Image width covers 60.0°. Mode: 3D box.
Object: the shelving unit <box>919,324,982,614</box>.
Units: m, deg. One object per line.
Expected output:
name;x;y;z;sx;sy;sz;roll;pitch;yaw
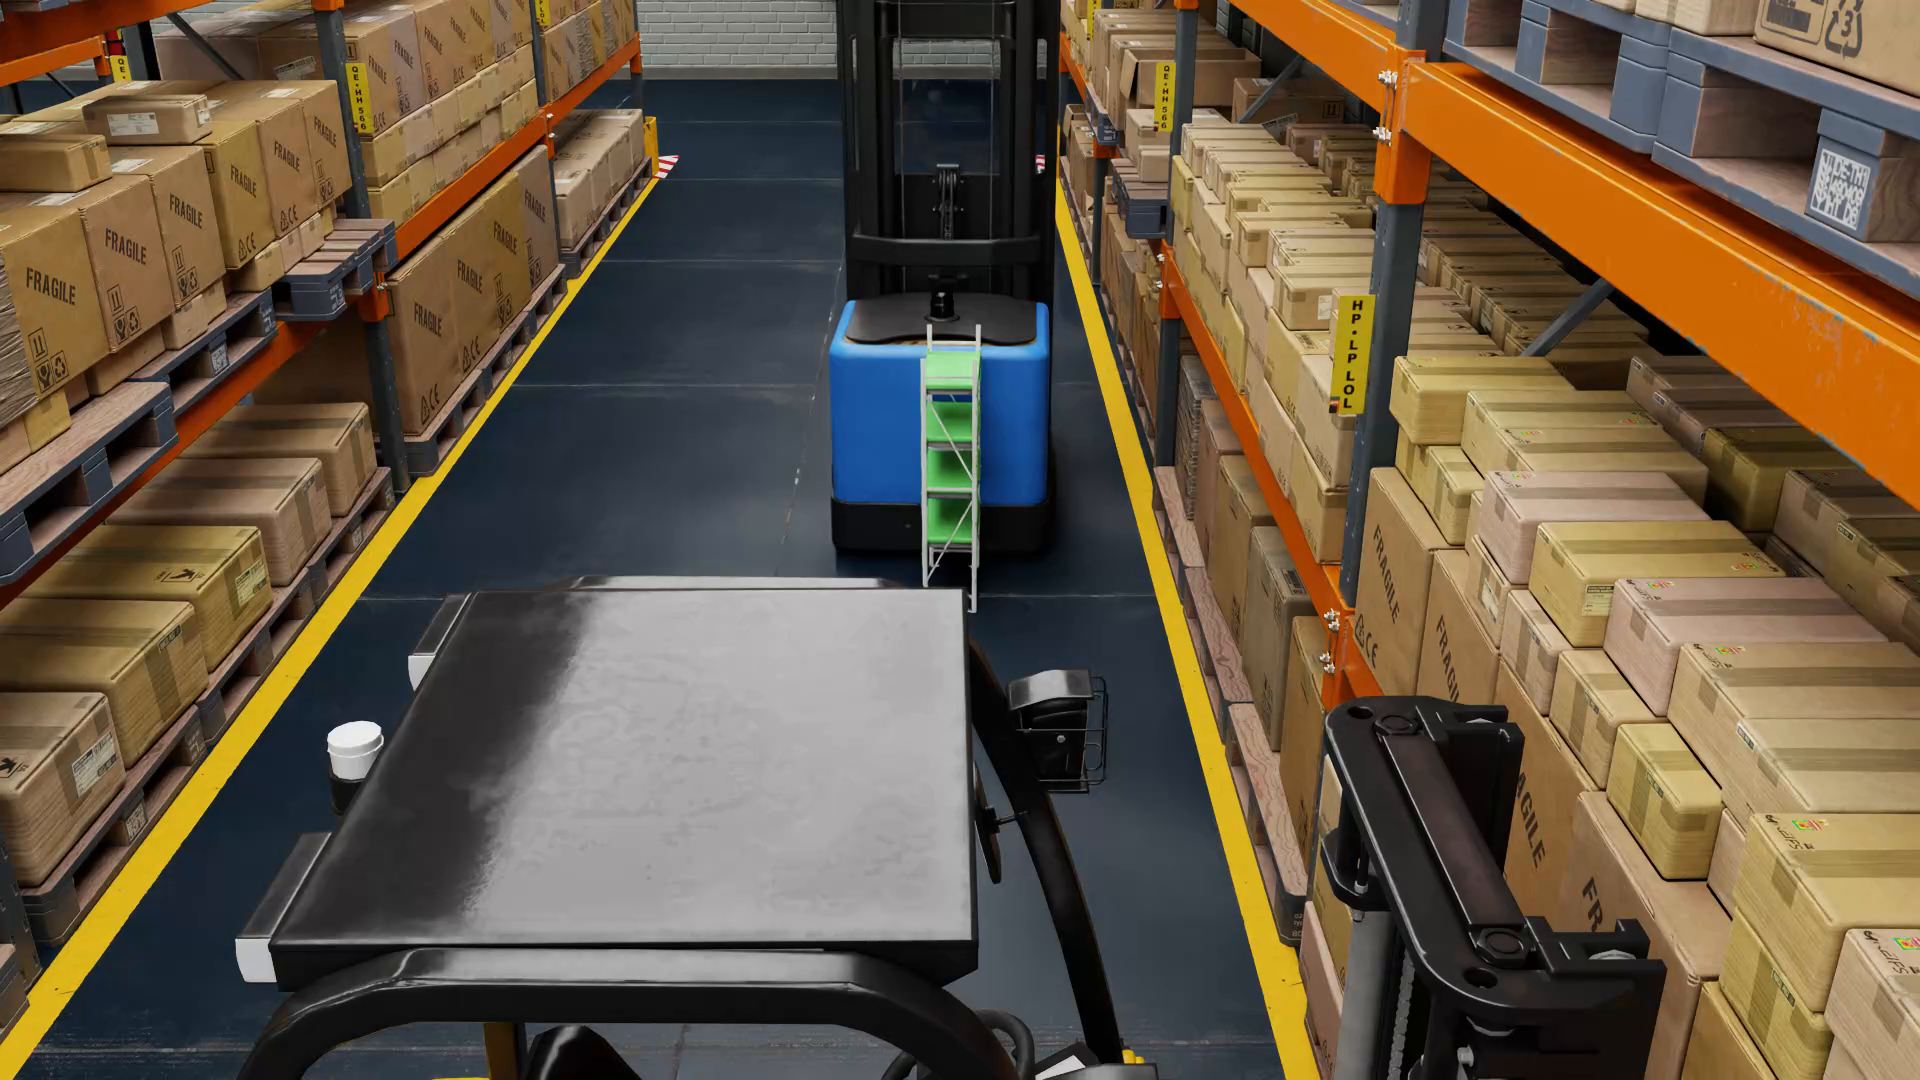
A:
shelving unit;-0.037;-0.319;7.500;0.258;1.200;0.503;1;24;2

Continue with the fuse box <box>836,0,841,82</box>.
fuse box;-1.500;-6.608;20.784;0.539;1.711;0.414;0;24;-1

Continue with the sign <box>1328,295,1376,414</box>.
sign;1.034;-0.486;4.377;0.100;0.325;0.005;0;24;-1

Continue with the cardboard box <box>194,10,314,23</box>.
cardboard box;-3.711;-2.550;8.914;0.500;0.500;0.500;0;24;0

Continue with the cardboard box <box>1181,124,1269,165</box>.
cardboard box;1.242;-1.858;7.810;0.380;0.149;0.250;0;24;1

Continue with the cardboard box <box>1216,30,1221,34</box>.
cardboard box;1.742;-3.777;12.782;0.500;0.250;0.500;0;24;-1

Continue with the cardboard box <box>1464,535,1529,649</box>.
cardboard box;1.281;0.106;3.467;0.380;0.149;0.250;0;24;1

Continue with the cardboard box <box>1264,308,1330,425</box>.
cardboard box;1.303;-0.574;5.454;0.500;0.250;0.500;-1;24;-2

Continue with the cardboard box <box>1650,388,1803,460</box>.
cardboard box;1.844;-0.244;3.881;0.380;0.149;0.250;-1;24;-2

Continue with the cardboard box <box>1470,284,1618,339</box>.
cardboard box;1.835;-0.702;5.254;0.380;0.149;0.250;0;24;-1

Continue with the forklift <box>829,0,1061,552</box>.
forklift;-0.041;-1.842;8.767;1.130;2.935;3.031;1;24;2

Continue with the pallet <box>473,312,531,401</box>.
pallet;-3.374;-1.182;10.607;1.003;0.211;1.213;0;24;-1

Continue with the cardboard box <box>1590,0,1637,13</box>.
cardboard box;1.286;-0.988;2.828;0.380;0.149;0.250;0;24;1

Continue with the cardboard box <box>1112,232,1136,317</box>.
cardboard box;1.286;-1.725;10.948;0.500;0.500;0.500;-1;24;-2

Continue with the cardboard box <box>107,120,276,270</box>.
cardboard box;-3.124;-1.391;6.694;0.500;0.500;0.500;-2;24;-4

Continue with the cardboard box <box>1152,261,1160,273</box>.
cardboard box;1.324;-1.530;9.730;0.380;0.149;0.250;0;24;1

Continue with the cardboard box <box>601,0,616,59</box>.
cardboard box;-3.242;-4.352;14.110;0.500;0.500;0.500;0;24;1

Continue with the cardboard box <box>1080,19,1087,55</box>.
cardboard box;1.227;-3.986;13.244;0.500;0.250;0.500;0;24;-1

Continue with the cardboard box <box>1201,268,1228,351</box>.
cardboard box;1.307;-0.978;6.954;0.500;0.250;0.500;-1;24;-2

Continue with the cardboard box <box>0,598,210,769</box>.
cardboard box;-3.406;0.516;6.148;0.950;0.372;0.625;1;24;3

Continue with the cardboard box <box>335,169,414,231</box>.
cardboard box;-3.184;-1.760;8.684;0.500;0.250;0.500;-1;24;-1

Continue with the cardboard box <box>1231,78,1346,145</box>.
cardboard box;1.684;-2.099;8.621;0.500;0.500;0.500;1;24;2

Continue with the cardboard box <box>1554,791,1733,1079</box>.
cardboard box;1.334;0.768;2.792;0.500;0.500;0.500;0;24;0

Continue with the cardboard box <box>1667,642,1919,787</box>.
cardboard box;1.397;0.288;2.704;0.380;0.149;0.250;0;24;0

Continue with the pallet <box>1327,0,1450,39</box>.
pallet;1.554;-1.644;4.838;0.805;0.209;1.217;-1;24;-3

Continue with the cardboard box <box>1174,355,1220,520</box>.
cardboard box;1.526;-0.502;8.092;0.875;0.625;0.625;1;24;1

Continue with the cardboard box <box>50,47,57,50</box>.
cardboard box;-8.197;-4.405;14.654;0.380;0.149;0.250;0;24;-1

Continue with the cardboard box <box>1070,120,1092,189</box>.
cardboard box;1.328;-3.394;14.637;0.700;0.500;0.500;1;24;2

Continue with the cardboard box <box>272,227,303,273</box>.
cardboard box;-3.074;-1.251;7.172;0.380;0.149;0.250;-1;24;-3

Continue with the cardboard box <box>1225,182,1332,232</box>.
cardboard box;1.267;-1.326;6.634;0.380;0.149;0.250;0;24;1

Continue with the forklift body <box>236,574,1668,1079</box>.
forklift body;-0.225;1.260;2.853;2.313;2.155;1.214;0;24;-1

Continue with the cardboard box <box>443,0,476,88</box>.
cardboard box;-3.198;-2.957;9.813;0.500;0.500;0.500;0;24;0

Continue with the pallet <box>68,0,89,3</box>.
pallet;-3.301;-1.941;5.489;1.213;0.211;1.003;0;24;-1

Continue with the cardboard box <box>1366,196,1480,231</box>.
cardboard box;1.775;-1.225;6.410;0.380;0.149;0.250;0;24;1

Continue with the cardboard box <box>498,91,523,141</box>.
cardboard box;-3.213;-2.812;11.010;0.500;0.250;0.500;-1;24;-1

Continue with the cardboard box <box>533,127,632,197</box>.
cardboard box;-3.392;-3.298;14.501;0.875;0.438;0.875;0;24;1

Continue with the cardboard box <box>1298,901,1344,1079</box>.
cardboard box;1.251;1.261;4.649;0.500;0.250;0.500;0;24;0

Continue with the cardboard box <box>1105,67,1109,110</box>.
cardboard box;1.121;-2.854;10.573;0.396;0.266;0.258;1;24;2

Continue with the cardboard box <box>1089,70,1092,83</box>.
cardboard box;1.182;-3.528;12.715;0.380;0.149;0.250;0;24;1

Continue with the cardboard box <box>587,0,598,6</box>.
cardboard box;-3.233;-4.600;13.445;0.500;0.500;0.500;0;24;-1

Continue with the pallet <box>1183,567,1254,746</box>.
pallet;1.513;0.462;6.973;1.003;0.211;1.213;0;24;-1

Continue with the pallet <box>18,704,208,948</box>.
pallet;-3.397;0.972;5.844;1.003;0.211;1.213;0;24;-1

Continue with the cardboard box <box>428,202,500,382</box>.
cardboard box;-3.360;-1.502;9.999;0.875;0.875;0.875;0;24;0

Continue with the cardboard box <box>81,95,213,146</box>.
cardboard box;-3.130;-1.621;6.415;0.380;0.149;0.250;-1;24;-3

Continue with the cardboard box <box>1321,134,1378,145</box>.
cardboard box;1.854;-1.750;7.572;0.380;0.149;0.250;0;24;1

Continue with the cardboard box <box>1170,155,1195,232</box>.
cardboard box;1.269;-1.625;7.778;0.500;0.250;0.500;0;24;-1

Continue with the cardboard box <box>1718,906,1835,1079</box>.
cardboard box;1.298;0.636;2.296;0.380;0.149;0.250;0;24;0

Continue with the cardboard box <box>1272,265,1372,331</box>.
cardboard box;1.245;-0.797;5.465;0.380;0.149;0.250;-1;24;-2

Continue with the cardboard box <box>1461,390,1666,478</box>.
cardboard box;1.394;-0.238;3.867;0.380;0.149;0.250;0;24;0

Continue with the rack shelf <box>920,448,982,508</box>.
rack shelf;-0.037;-0.261;7.527;0.258;0.148;0.480;1;24;2

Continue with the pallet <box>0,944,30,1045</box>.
pallet;-3.344;1.570;4.524;1.003;0.211;1.213;0;24;-1

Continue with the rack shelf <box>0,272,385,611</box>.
rack shelf;-3.408;-0.474;6.531;1.077;0.370;4.000;0;24;-1

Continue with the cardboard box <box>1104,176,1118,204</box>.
cardboard box;1.227;-2.497;11.867;0.380;0.149;0.250;1;24;2

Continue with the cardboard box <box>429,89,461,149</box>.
cardboard box;-3.186;-2.414;9.522;0.500;0.250;0.500;0;24;-1

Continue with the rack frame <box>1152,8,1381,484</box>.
rack frame;1.533;-1.650;8.258;1.000;3.000;0.127;0;24;-1

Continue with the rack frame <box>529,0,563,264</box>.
rack frame;-3.474;-3.274;11.849;1.000;3.000;0.127;0;24;-1

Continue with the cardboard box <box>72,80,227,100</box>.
cardboard box;-3.657;-1.812;7.624;0.500;0.500;0.500;-1;24;-2

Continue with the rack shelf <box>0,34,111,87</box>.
rack shelf;-8.444;-3.707;13.678;1.077;0.370;4.000;0;24;-1

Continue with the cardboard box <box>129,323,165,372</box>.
cardboard box;-3.112;-0.711;5.977;0.380;0.149;0.250;0;24;0

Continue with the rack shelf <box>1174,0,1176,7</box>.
rack shelf;1.511;-3.513;9.610;1.077;0.370;4.000;0;24;-1
